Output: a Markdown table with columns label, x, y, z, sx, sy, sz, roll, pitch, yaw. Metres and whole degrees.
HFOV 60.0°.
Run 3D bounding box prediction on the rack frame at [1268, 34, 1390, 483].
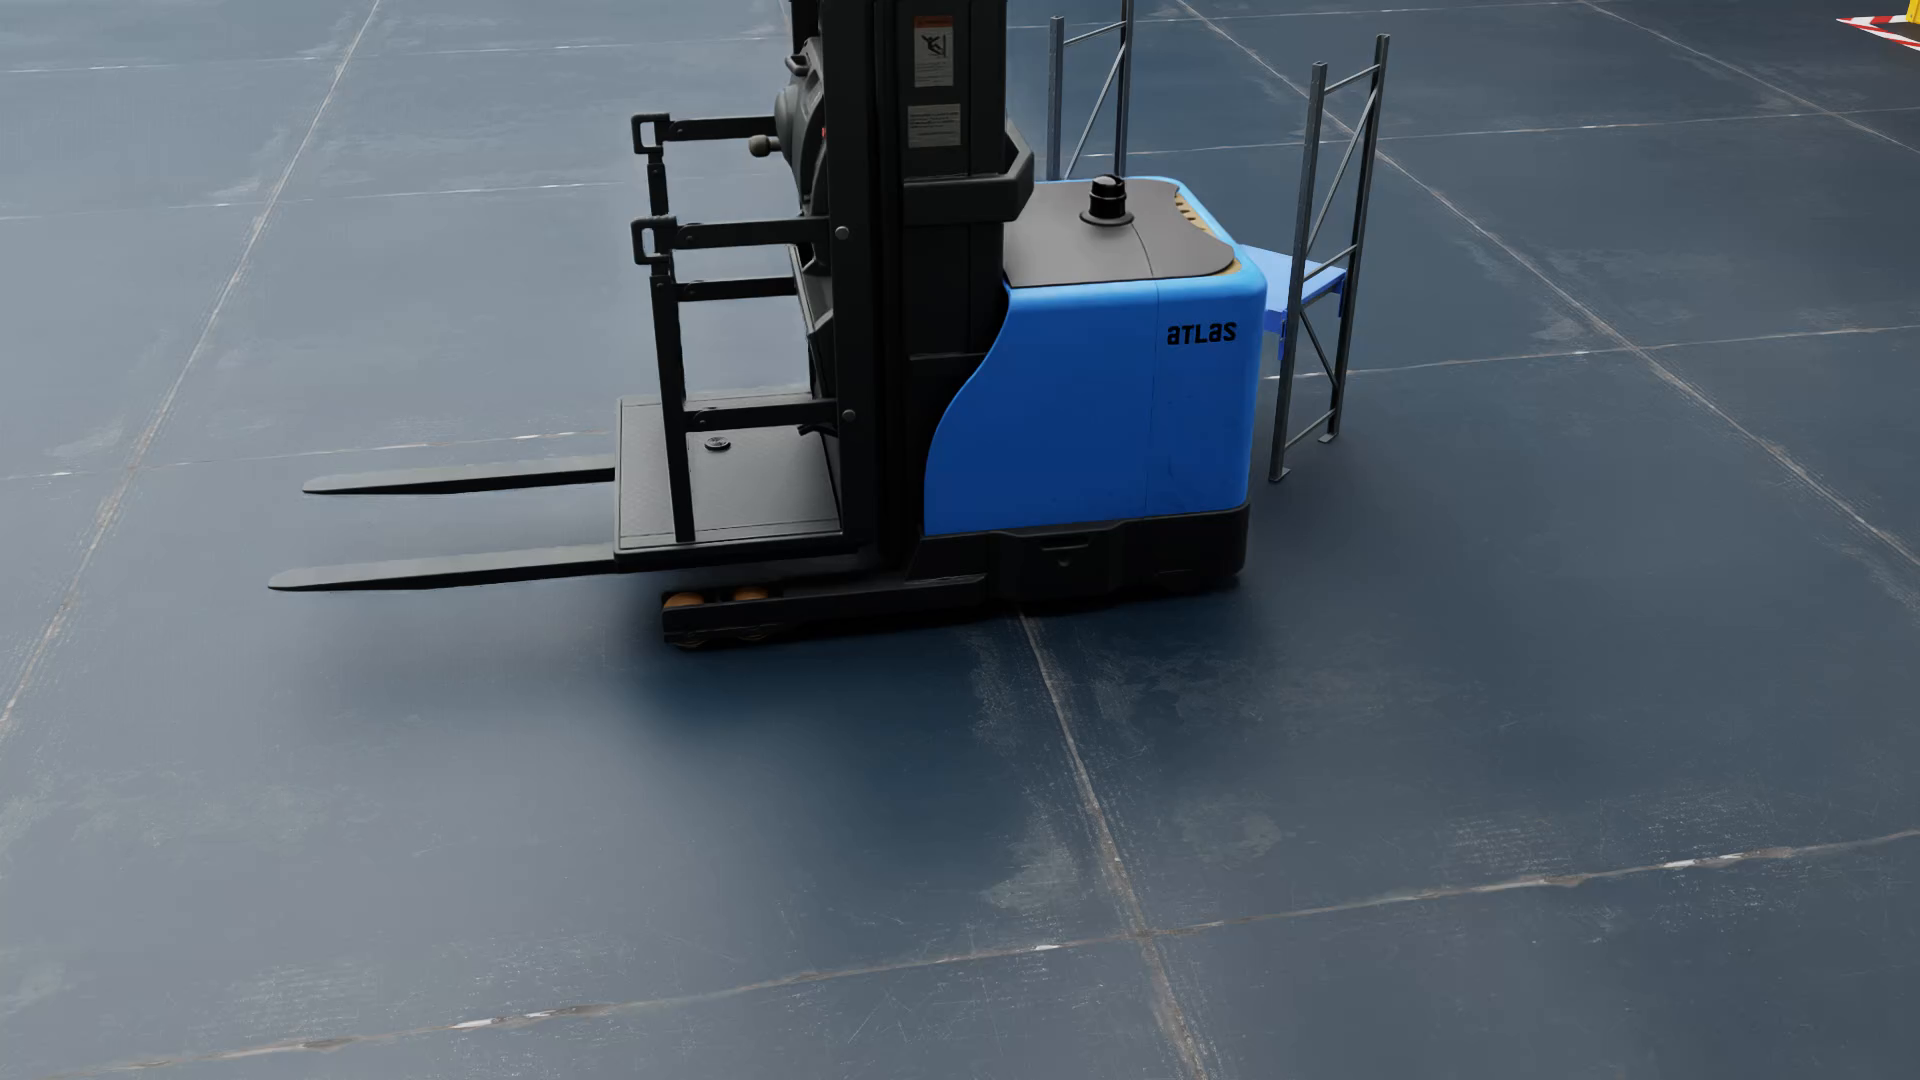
| label | x | y | z | sx | sy | sz | roll | pitch | yaw |
| --- | --- | --- | --- | --- | --- | --- | --- | --- | --- |
| rack frame | 1.284 | -0.959 | 5.817 | 0.032 | 1.500 | 0.500 | 21 | 37 | 32 |

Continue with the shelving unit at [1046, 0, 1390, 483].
| label | x | y | z | sx | sy | sz | roll | pitch | yaw |
| --- | --- | --- | --- | --- | --- | --- | --- | --- | --- |
| shelving unit | 0.882 | -1.116 | 6.085 | 1.048 | 1.500 | 0.538 | 21 | 37 | 32 |

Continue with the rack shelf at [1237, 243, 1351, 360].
| label | x | y | z | sx | sy | sz | roll | pitch | yaw |
| --- | --- | --- | --- | --- | --- | --- | --- | --- | --- |
| rack shelf | 0.882 | -0.961 | 6.176 | 1.000 | 0.185 | 0.538 | 21 | 37 | 32 |

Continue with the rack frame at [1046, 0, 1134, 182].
| label | x | y | z | sx | sy | sz | roll | pitch | yaw |
| --- | --- | --- | --- | --- | --- | --- | --- | --- | --- |
| rack frame | 0.480 | -1.274 | 6.354 | 0.032 | 1.500 | 0.500 | 21 | 37 | 32 |

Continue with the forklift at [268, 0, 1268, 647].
| label | x | y | z | sx | sy | sz | roll | pitch | yaw |
| --- | --- | --- | --- | --- | --- | --- | --- | --- | --- |
| forklift | -0.640 | -1.225 | 4.857 | 3.031 | 2.935 | 1.130 | -5 | 31 | -8 |

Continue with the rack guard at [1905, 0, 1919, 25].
| label | x | y | z | sx | sy | sz | roll | pitch | yaw |
| --- | --- | --- | --- | --- | --- | --- | --- | --- | --- |
| rack guard | 7.144 | -3.745 | 11.541 | 0.348 | 0.500 | 1.175 | -5 | 31 | -9 |
